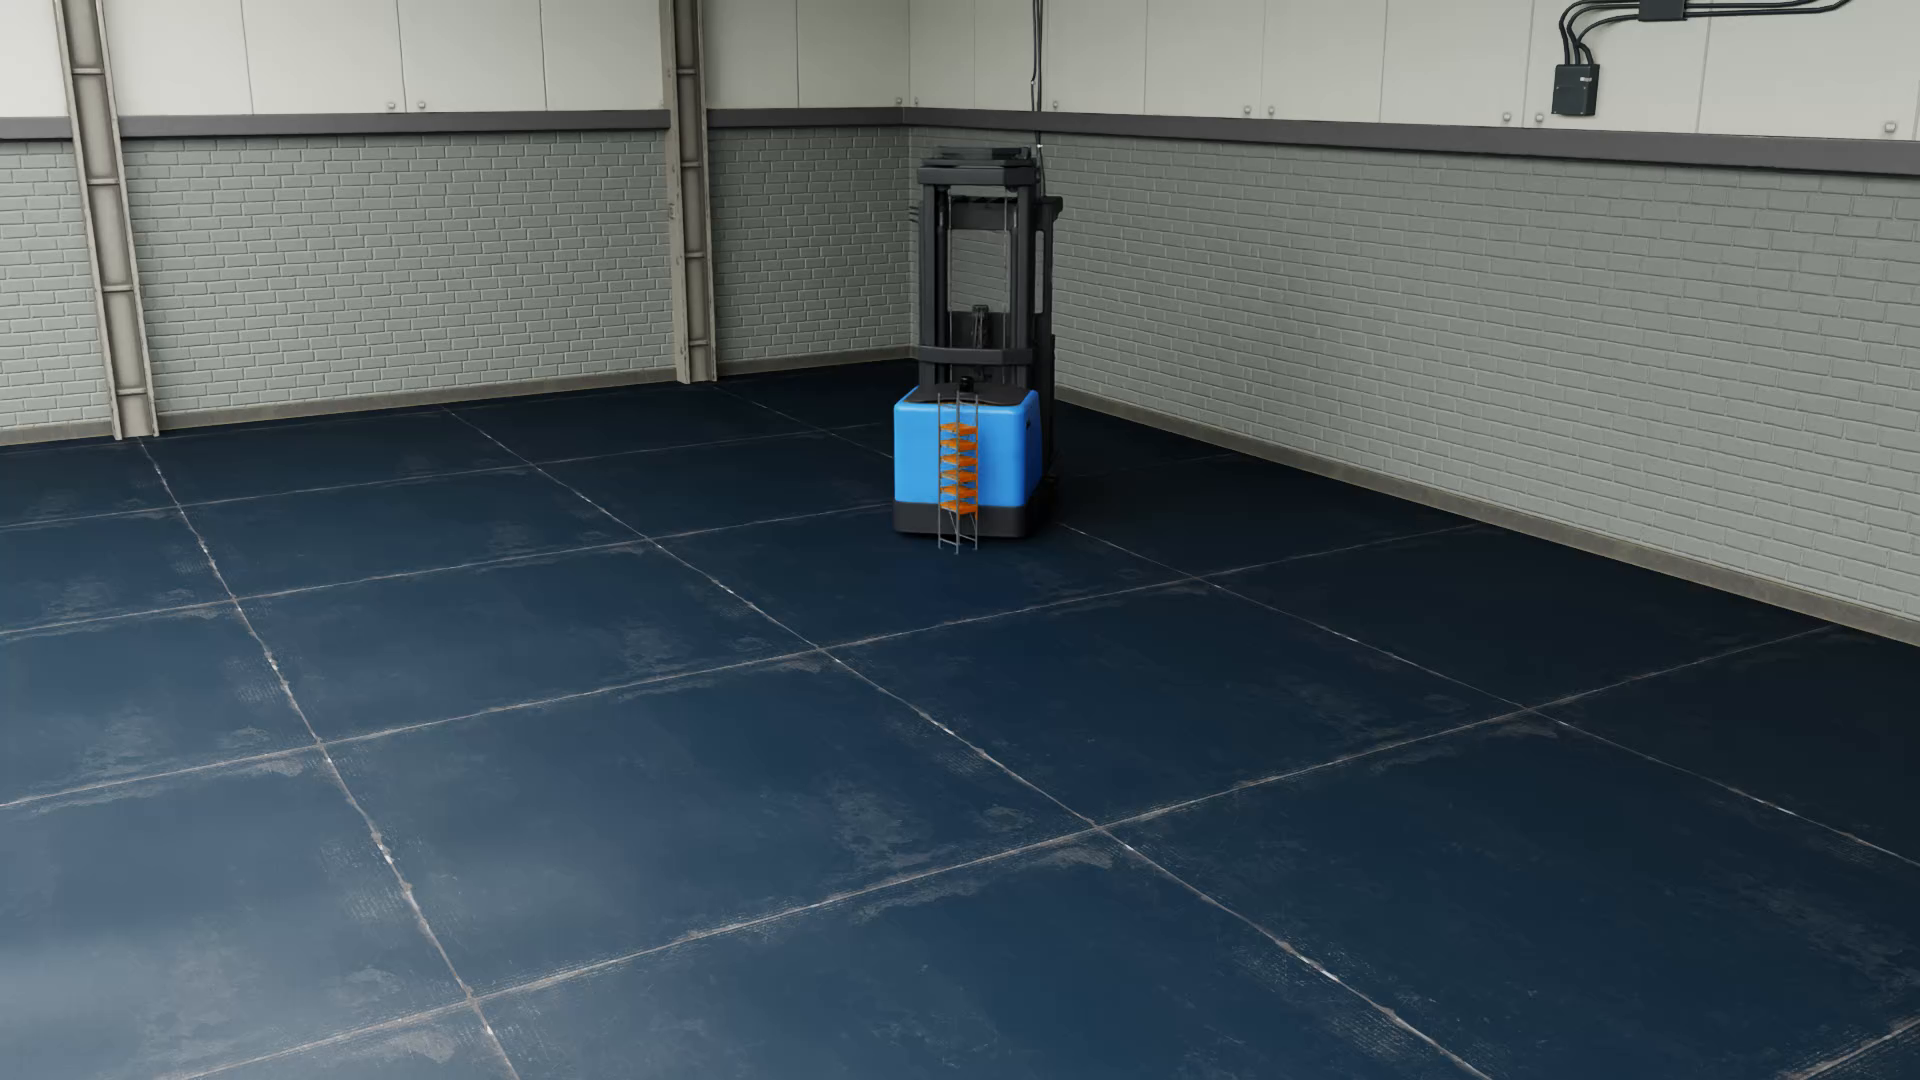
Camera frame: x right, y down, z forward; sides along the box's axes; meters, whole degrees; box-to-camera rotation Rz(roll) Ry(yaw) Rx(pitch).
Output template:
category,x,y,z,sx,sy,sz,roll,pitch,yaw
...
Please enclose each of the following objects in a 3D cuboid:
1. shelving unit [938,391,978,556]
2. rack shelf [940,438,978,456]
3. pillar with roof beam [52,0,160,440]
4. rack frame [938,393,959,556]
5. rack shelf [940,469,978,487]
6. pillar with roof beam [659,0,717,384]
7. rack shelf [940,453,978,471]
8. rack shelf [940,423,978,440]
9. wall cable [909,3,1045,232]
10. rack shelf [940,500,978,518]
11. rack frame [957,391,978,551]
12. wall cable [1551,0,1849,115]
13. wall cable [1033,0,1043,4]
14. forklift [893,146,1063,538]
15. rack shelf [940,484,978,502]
category,x,y,z,sx,sy,sz,roll,pitch,yaw
shelving unit,-0.016,-0.501,12.472,0.189,1.200,0.258,-12,20,-37
rack shelf,-0.016,-0.689,12.419,0.180,0.103,0.258,-12,20,-37
pillar with roof beam,-6.034,-4.389,11.893,0.400,9.000,9.100,-9,18,-30
rack frame,-0.088,-0.485,12.416,0.006,1.200,0.240,-12,20,-37
rack shelf,-0.017,-0.458,12.484,0.180,0.103,0.258,-12,20,-37
pillar with roof beam,-0.891,-5.223,14.869,0.400,9.000,9.100,-9,18,-30
rack shelf,-0.016,-0.573,12.451,0.180,0.103,0.258,-12,20,-37
rack shelf,-0.016,-0.804,12.386,0.180,0.103,0.258,-12,20,-37
wall cable,0.098,-4.827,19.211,0.112,2.526,3.097,-9,18,-30
rack shelf,-0.017,-0.227,12.549,0.180,0.103,0.258,-12,20,-37
rack frame,0.055,-0.516,12.527,0.006,1.200,0.240,-12,20,-37
wall cable,4.973,-5.761,10.489,0.169,6.003,2.305,-9,18,-30
wall cable,1.491,-6.633,16.296,0.112,2.526,3.097,-9,18,-30
forklift,0.250,-1.782,13.838,1.130,2.935,3.031,3,16,10
rack shelf,-0.017,-0.342,12.516,0.180,0.103,0.258,-12,20,-37
